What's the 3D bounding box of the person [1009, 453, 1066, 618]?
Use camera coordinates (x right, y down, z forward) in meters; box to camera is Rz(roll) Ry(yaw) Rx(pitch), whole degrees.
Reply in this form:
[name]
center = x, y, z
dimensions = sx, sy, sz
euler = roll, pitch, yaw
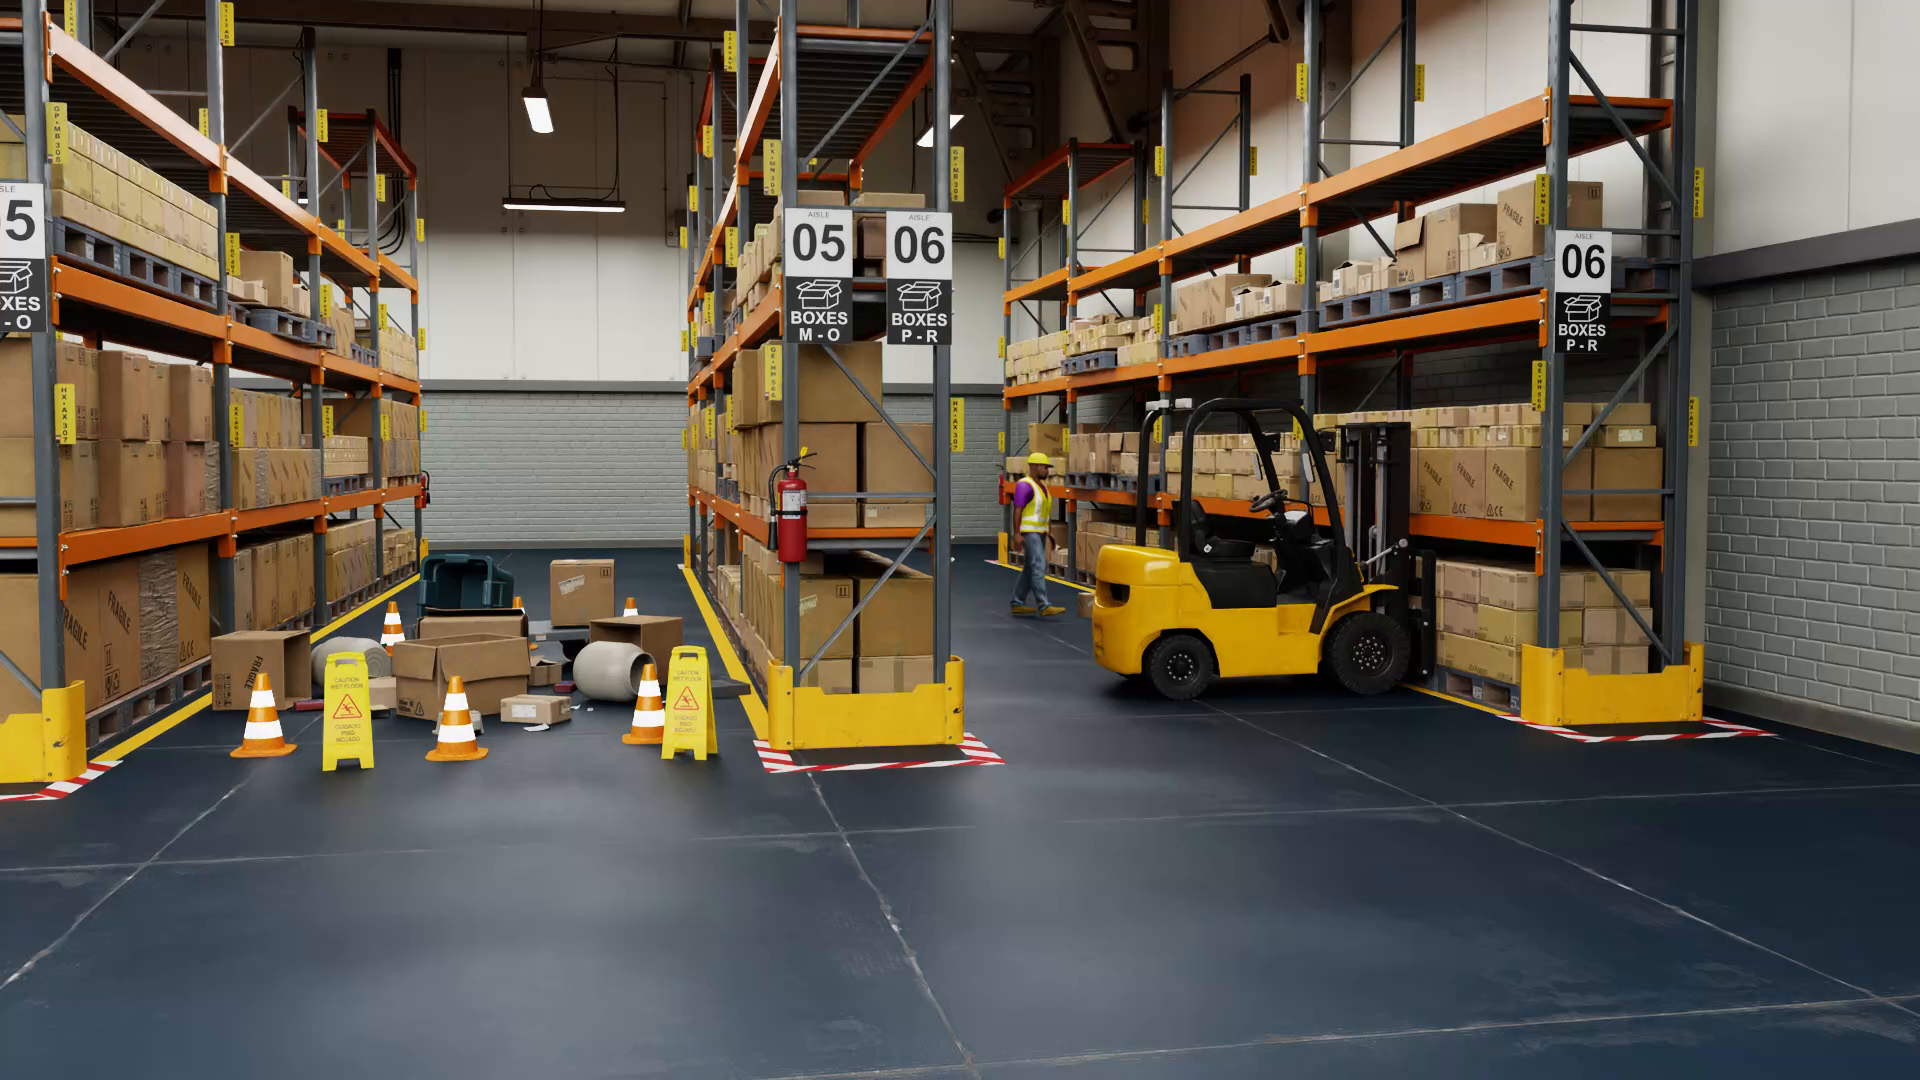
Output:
[person]
center = 0.852, -0.062, 17.780
dimensions = 0.782, 1.743, 0.614
euler = 1, 3, 26
